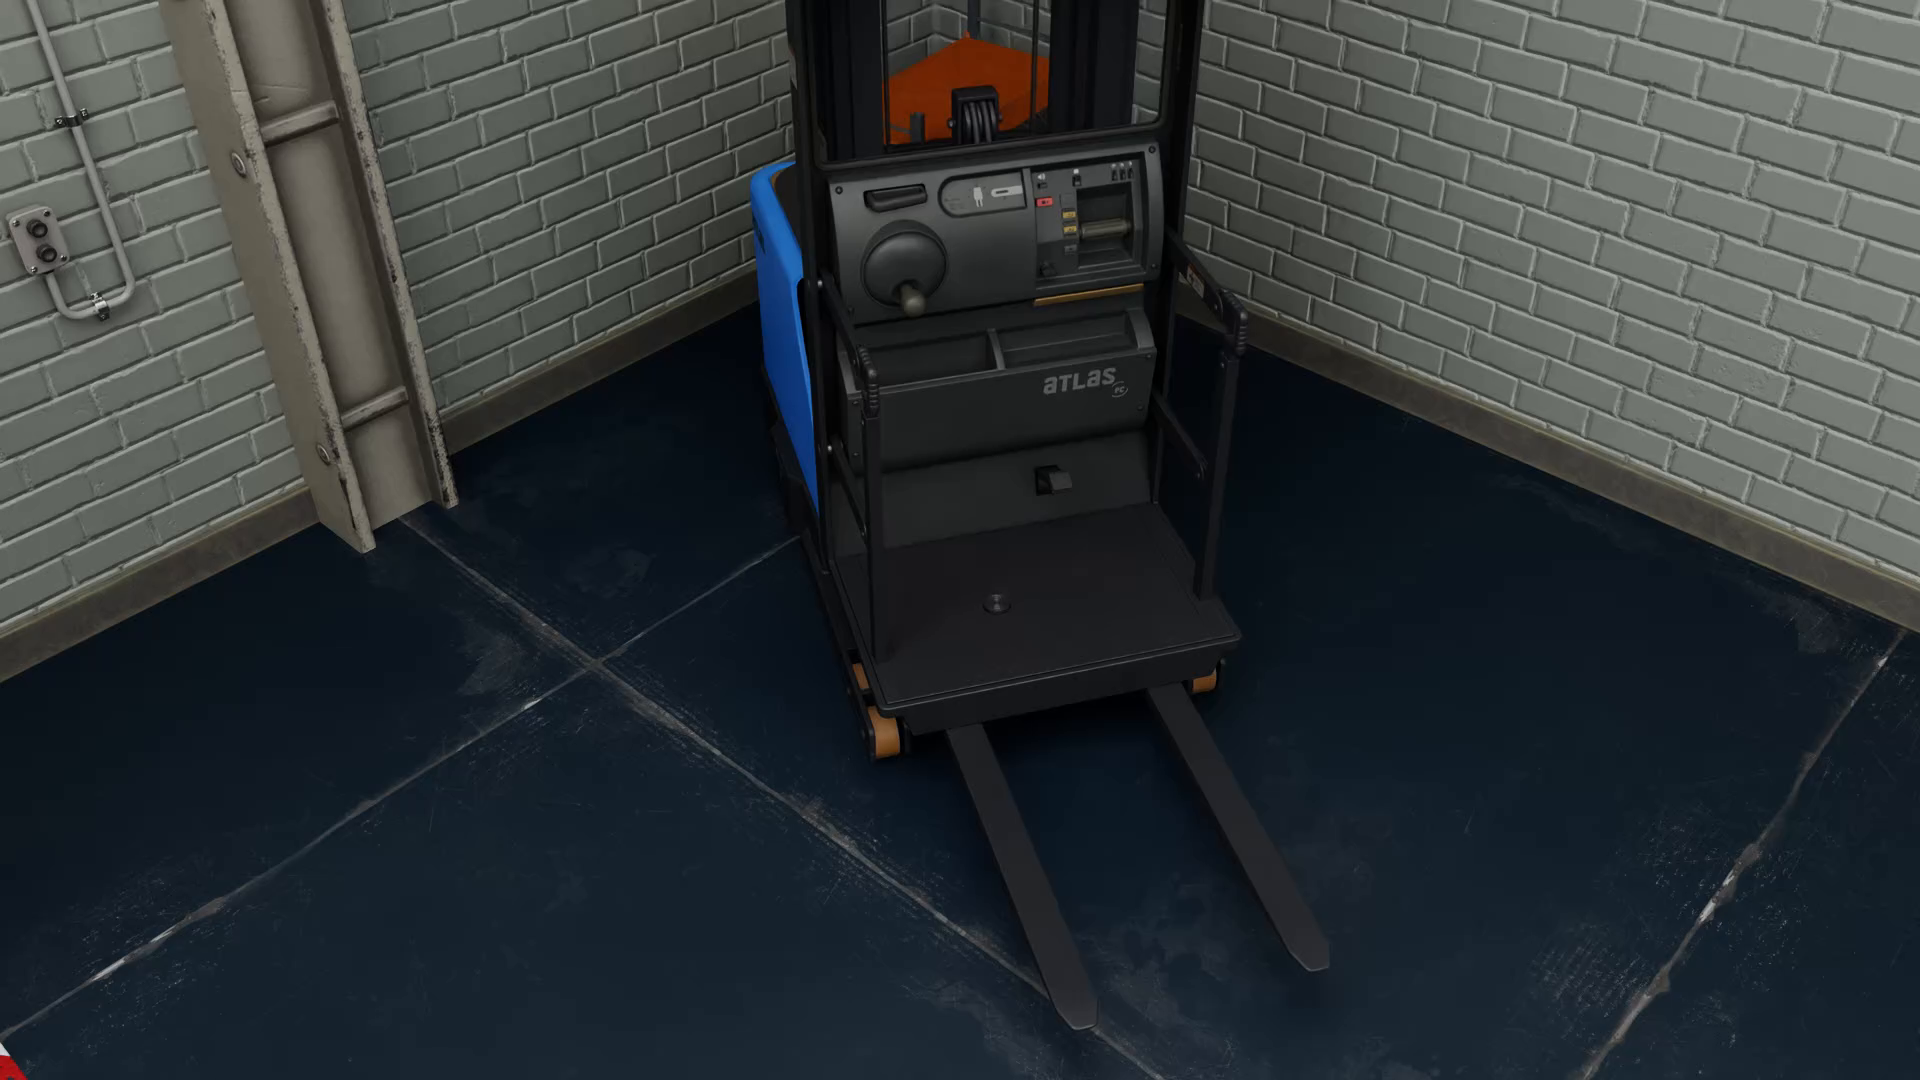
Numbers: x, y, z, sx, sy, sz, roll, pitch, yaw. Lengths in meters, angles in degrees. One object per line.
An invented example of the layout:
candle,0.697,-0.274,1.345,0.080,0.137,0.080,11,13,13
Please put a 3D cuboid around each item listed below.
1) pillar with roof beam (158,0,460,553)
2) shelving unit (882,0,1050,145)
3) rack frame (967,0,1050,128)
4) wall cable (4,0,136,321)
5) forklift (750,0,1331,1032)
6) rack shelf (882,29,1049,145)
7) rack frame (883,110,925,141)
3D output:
pillar with roof beam,1.154,-1.822,0.812,9.100,9.000,0.400,30,47,32
shelving unit,-0.048,-1.395,6.600,0.538,1.125,1.048,23,44,27
rack frame,0.243,-1.654,6.927,0.500,1.125,0.032,23,44,27
wall cable,-3.042,-1.061,3.858,0.084,1.984,1.851,30,47,32
forklift,0.172,-0.775,4.369,1.130,2.935,3.031,-10,40,-12
rack shelf,-0.048,-1.624,6.418,0.538,0.278,1.000,23,44,27
rack frame,-0.338,-1.135,6.274,0.500,1.125,0.032,23,44,27
